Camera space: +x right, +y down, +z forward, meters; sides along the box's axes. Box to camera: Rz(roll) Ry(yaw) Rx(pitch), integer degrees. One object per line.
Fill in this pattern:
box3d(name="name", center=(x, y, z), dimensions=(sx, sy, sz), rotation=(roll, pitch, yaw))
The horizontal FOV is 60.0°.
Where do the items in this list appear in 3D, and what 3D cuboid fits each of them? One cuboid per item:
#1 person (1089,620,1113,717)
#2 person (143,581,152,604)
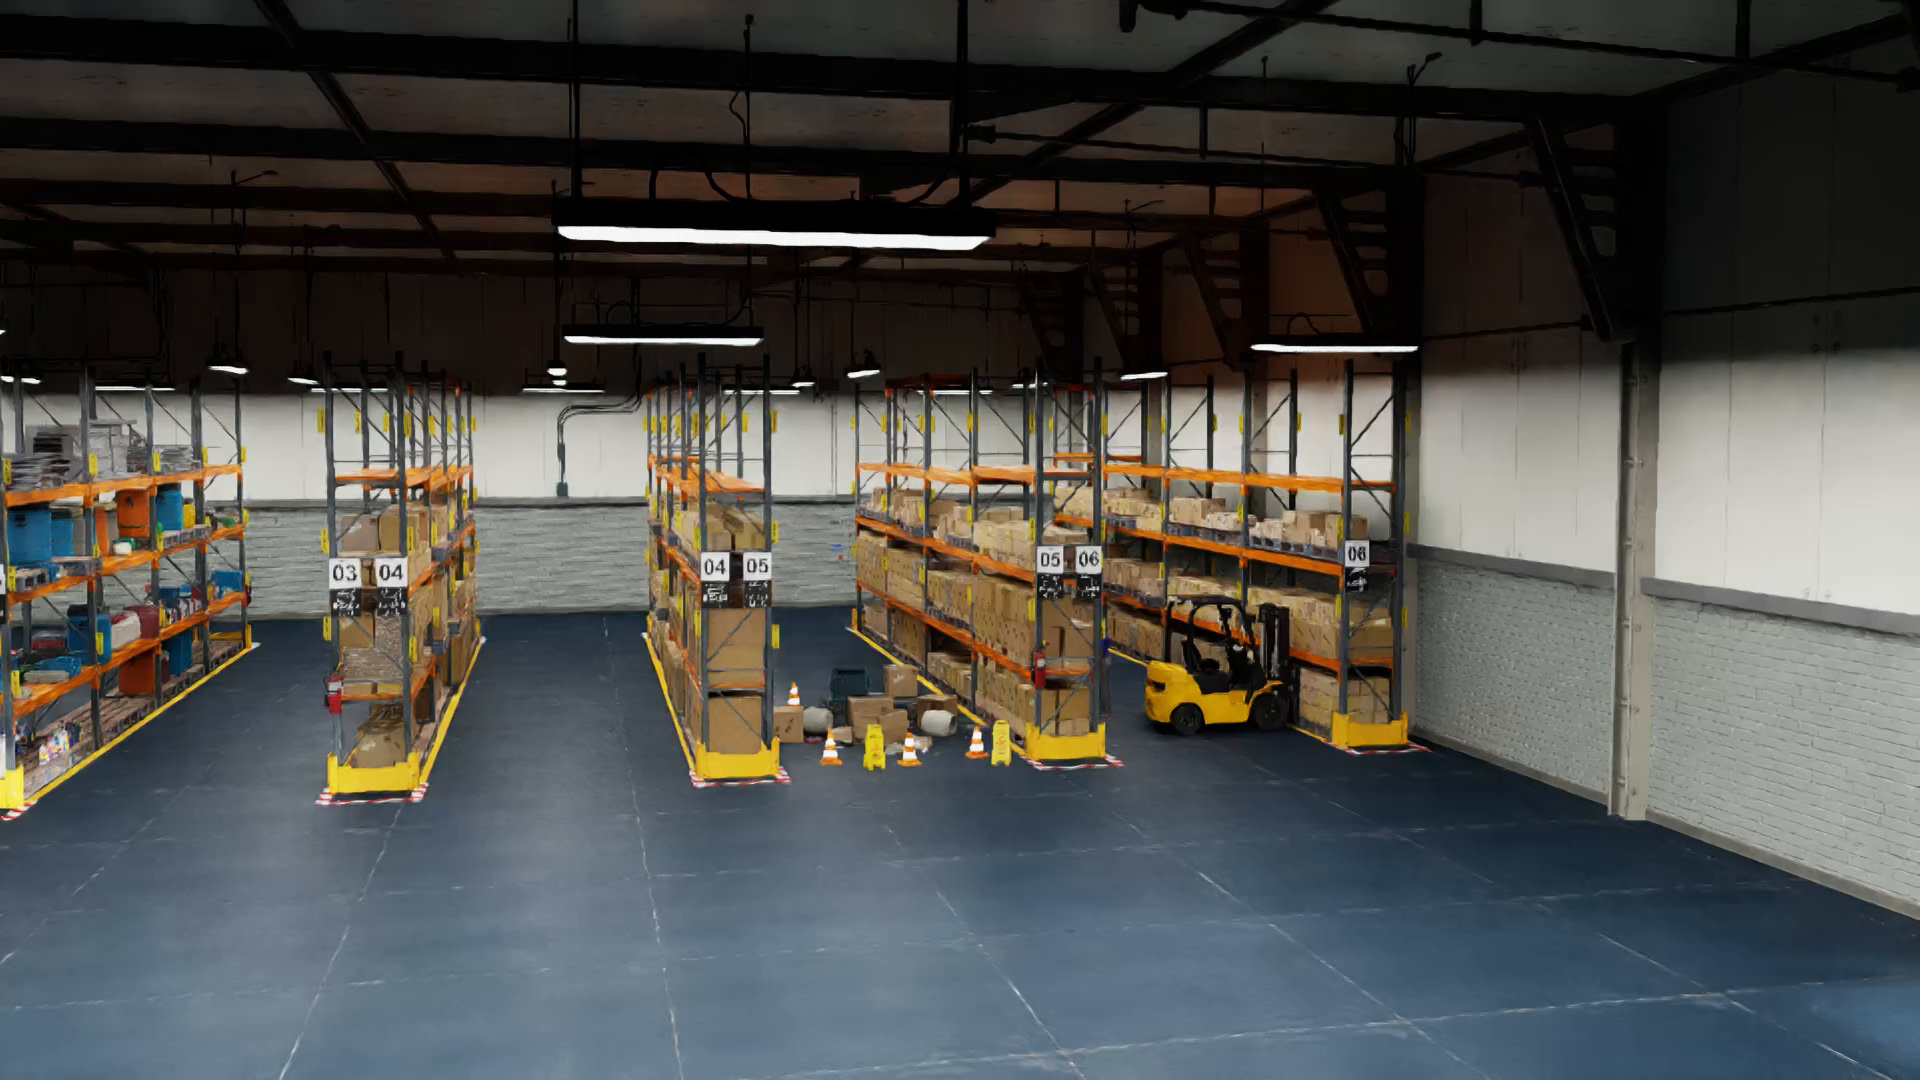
box3d(name="person", center=(2.402, 2.179, 28.548), dimensions=(0.462, 1.662, 0.498), rotation=(1, 4, 18))
box3d(name="person", center=(-16.948, 1.712, 34.864), dimensions=(0.480, 1.712, 0.618), rotation=(-1, 4, -17))
